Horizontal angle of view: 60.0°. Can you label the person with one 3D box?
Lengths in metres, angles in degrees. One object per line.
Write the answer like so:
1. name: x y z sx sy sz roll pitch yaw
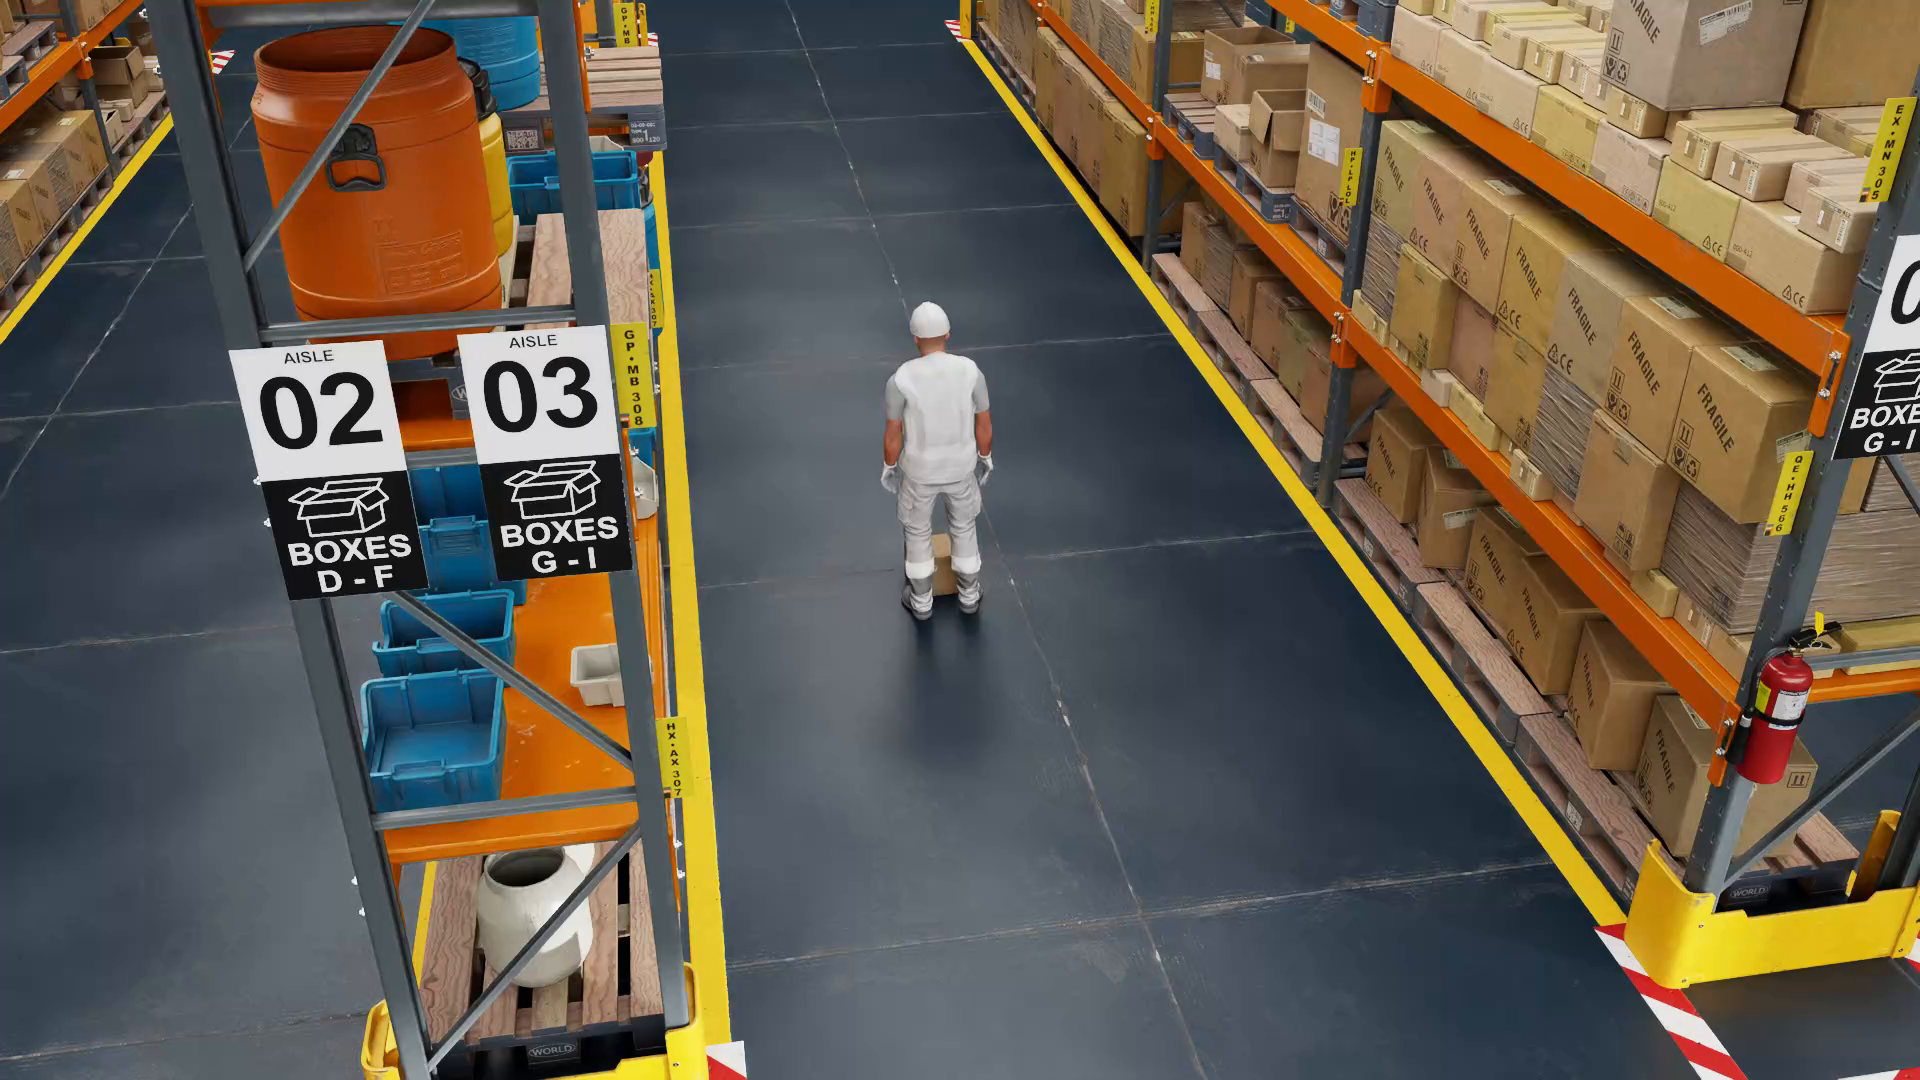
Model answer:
1. person: -0.118 -0.396 8.802 0.603 1.775 0.451 -6 31 -10
